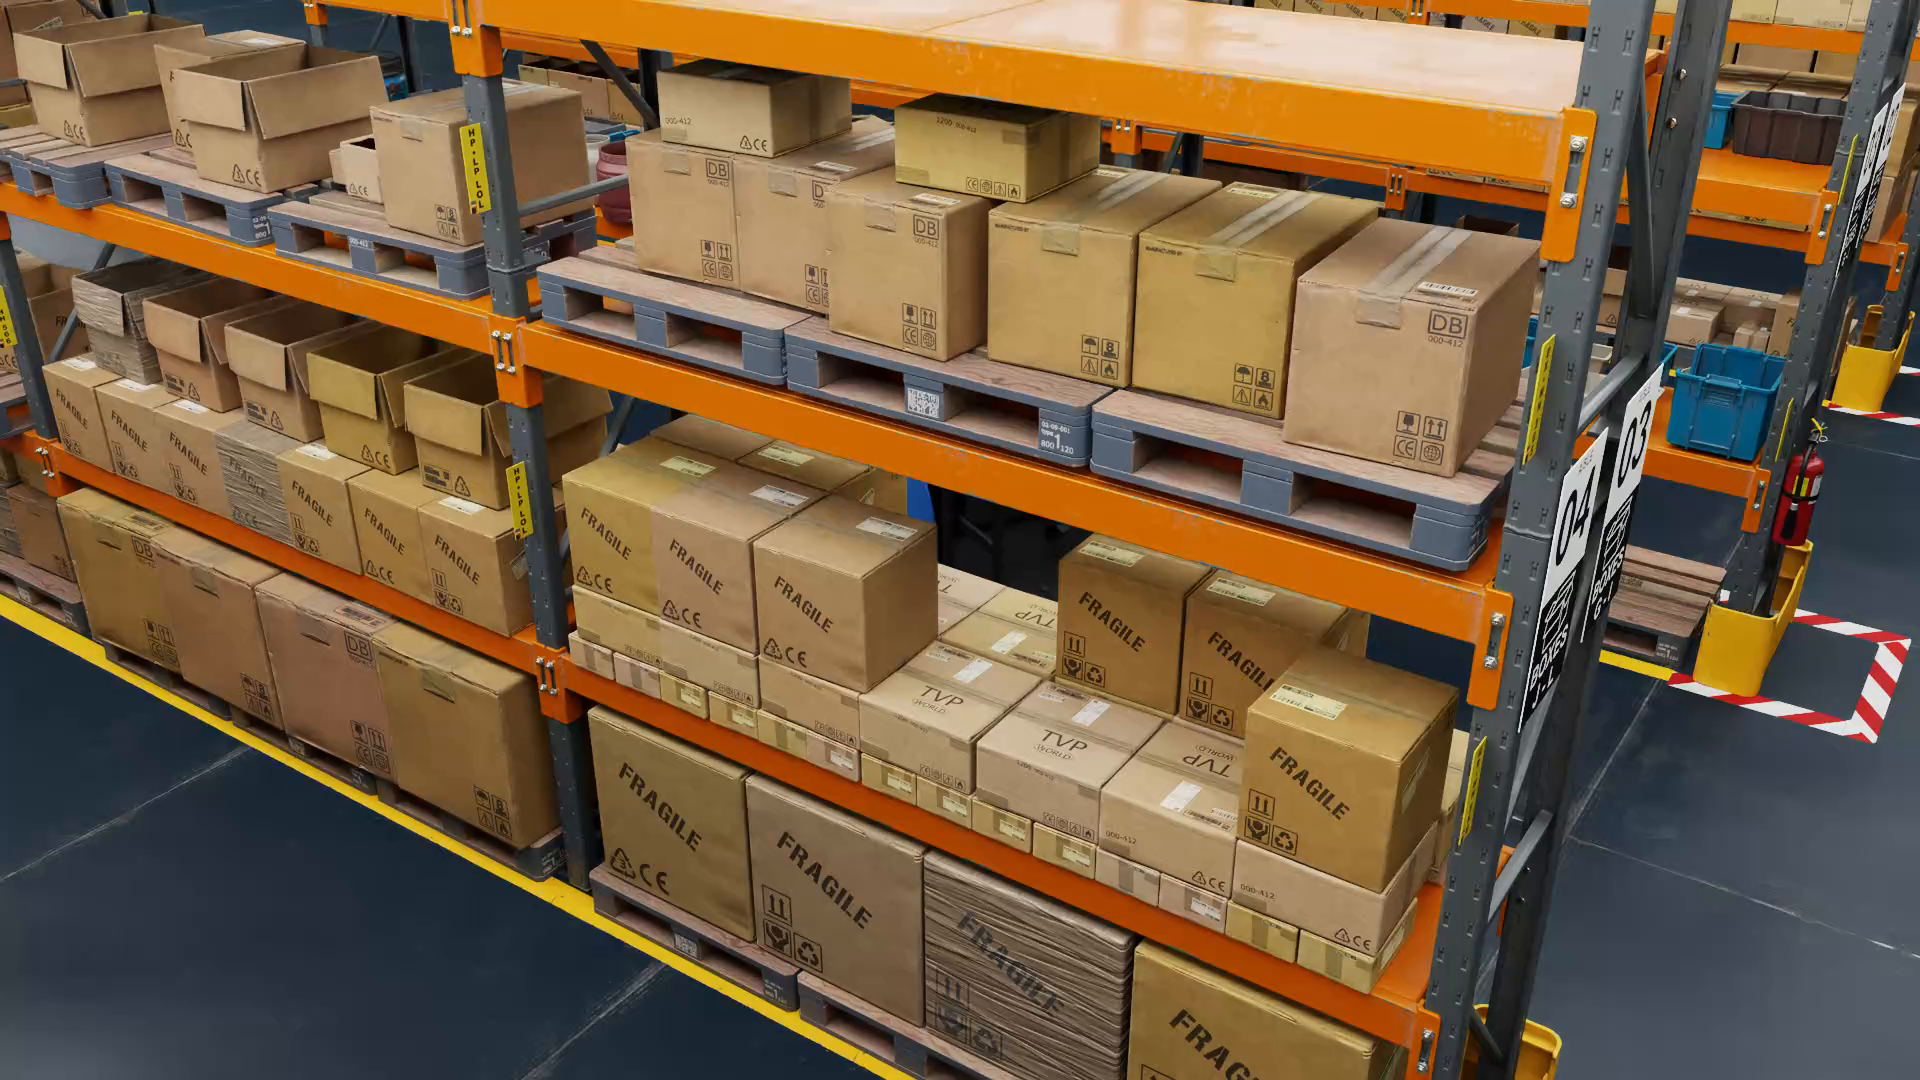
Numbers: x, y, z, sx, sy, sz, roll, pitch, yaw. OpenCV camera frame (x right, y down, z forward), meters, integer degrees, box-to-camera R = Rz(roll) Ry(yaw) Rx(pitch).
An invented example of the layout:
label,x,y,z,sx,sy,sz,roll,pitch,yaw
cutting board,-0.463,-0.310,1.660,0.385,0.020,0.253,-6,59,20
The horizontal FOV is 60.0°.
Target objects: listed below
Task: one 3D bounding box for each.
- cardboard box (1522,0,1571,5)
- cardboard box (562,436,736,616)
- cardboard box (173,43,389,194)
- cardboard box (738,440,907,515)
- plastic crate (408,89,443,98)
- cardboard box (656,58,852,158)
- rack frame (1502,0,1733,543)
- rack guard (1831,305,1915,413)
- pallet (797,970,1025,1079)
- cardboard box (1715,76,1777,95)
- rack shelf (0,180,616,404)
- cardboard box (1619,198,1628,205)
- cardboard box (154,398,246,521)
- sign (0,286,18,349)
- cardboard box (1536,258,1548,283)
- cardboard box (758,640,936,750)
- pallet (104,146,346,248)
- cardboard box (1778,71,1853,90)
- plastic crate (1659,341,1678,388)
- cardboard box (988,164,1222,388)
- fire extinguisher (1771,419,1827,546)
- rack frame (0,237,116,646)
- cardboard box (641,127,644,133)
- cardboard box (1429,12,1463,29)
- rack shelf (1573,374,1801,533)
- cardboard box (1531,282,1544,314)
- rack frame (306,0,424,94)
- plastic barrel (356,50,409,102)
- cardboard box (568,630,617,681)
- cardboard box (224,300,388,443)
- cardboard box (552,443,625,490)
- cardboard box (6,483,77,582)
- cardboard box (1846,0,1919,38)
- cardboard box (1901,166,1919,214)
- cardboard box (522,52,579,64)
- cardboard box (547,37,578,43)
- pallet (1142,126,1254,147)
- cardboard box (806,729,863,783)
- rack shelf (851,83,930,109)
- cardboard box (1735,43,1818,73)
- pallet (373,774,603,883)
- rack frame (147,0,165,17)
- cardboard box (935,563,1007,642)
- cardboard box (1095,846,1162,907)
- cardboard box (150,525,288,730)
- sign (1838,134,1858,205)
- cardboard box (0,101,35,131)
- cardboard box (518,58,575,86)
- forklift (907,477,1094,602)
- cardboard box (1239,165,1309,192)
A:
label,x,y,z,sx,sy,sz,roll,pitch,yaw
cardboard box,4.773,-4.510,13.438,0.500,0.250,0.500,17,32,30
cardboard box,-1.259,-0.066,6.858,0.500,0.500,0.500,17,32,30
cardboard box,-3.110,-1.966,7.695,0.637,0.503,0.797,17,31,30
cardboard box,-0.568,-0.137,6.996,0.500,0.500,0.500,18,32,31
plastic crate,-4.727,-3.810,15.132,0.583,0.464,0.402,17,32,30
cardboard box,-0.738,-1.588,6.020,0.500,0.250,0.500,15,31,27
rack frame,1.788,-1.531,4.112,0.127,3.000,1.000,17,32,30
rack guard,7.337,-1.466,13.353,0.348,0.500,1.175,17,32,30
pallet,0.083,1.895,7.067,1.213,0.211,1.003,17,32,30
cardboard box,6.030,-3.323,13.034,0.500,0.500,0.500,18,32,32
rack shelf,-3.158,-1.415,7.983,4.000,0.370,1.077,17,32,30
cardboard box,5.623,-3.010,13.521,0.500,0.500,0.500,17,31,30
cardboard box,-3.709,-0.468,8.527,0.500,0.500,0.500,17,31,29
sign,-5.106,-1.188,8.861,0.005,0.325,0.100,17,32,30
cardboard box,5.351,-2.352,14.819,0.500,0.311,0.500,17,32,30
cardboard box,-0.433,0.528,6.516,0.500,0.250,0.500,18,32,32
pallet,-3.322,-1.733,8.024,1.213,0.211,1.003,19,33,33
cardboard box,6.748,-3.395,13.174,0.500,0.500,0.500,18,32,31
plastic crate,4.032,-1.017,9.834,0.300,0.233,0.416,17,32,30
cardboard box,0.480,-0.889,5.472,0.500,0.500,0.700,15,31,27
fire extinguisher,4.459,-0.300,8.803,0.183,0.674,0.296,17,32,30
rack frame,-4.806,-0.912,9.509,0.127,3.000,1.000,17,32,30
cardboard box,-3.404,-4.773,19.664,0.500,0.250,0.500,17,32,30
cardboard box,5.545,-5.910,18.870,0.500,0.500,0.500,17,32,30
rack shelf,2.943,-0.902,10.283,4.000,0.370,1.077,17,32,30
cardboard box,5.045,-2.114,14.509,0.250,0.166,0.380,17,32,30
rack frame,-5.299,-3.791,15.166,0.127,3.000,1.000,17,32,30
plastic barrel,-5.152,-3.802,14.635,0.708,0.901,0.600,17,32,30
cardboard box,-1.454,0.427,7.154,0.250,0.149,0.380,17,32,30
cardboard box,-3.121,-0.872,8.214,0.637,0.503,0.797,18,32,32
cardboard box,-1.747,-0.141,7.884,0.500,0.500,0.500,17,32,30
cardboard box,-5.370,-0.159,10.300,0.500,0.500,0.700,15,31,28
cardboard box,6.827,-3.864,12.167,0.500,0.250,0.500,17,32,30
cardboard box,9.568,-3.629,17.140,0.500,0.500,0.700,17,32,30
cardboard box,-5.178,-5.939,21.128,0.500,0.500,0.500,17,32,30
cardboard box,-4.570,-6.326,20.037,0.500,0.500,0.700,18,32,31
pallet,2.411,-4.032,15.850,1.213,0.211,1.003,17,32,30
cardboard box,-0.385,0.760,6.500,0.250,0.149,0.380,18,32,31
rack shelf,-0.843,-4.808,17.957,4.000,0.370,1.077,17,32,30
cardboard box,8.546,-5.056,17.321,0.700,0.700,0.980,16,31,28
pallet,-2.188,1.188,8.457,1.213,0.211,1.003,17,32,30
rack frame,-8.597,-4.818,17.184,0.127,3.000,1.000,17,32,30
cardboard box,-0.148,0.328,6.911,0.500,0.250,0.500,18,32,31
cardboard box,0.680,1.090,5.852,0.250,0.149,0.380,18,32,31
cardboard box,-3.519,0.264,9.077,0.875,0.875,1.225,17,32,30
sign,4.294,-1.790,8.042,0.005,0.325,0.100,17,32,30
cardboard box,-5.337,-2.212,8.922,0.500,0.250,0.500,17,32,30
cardboard box,-5.060,-5.616,20.495,0.500,0.500,0.500,17,32,30
forklift,0.517,-0.780,9.326,1.130,2.935,3.031,-14,30,-25
cardboard box,3.017,-3.476,15.991,0.500,0.250,0.500,17,32,30
